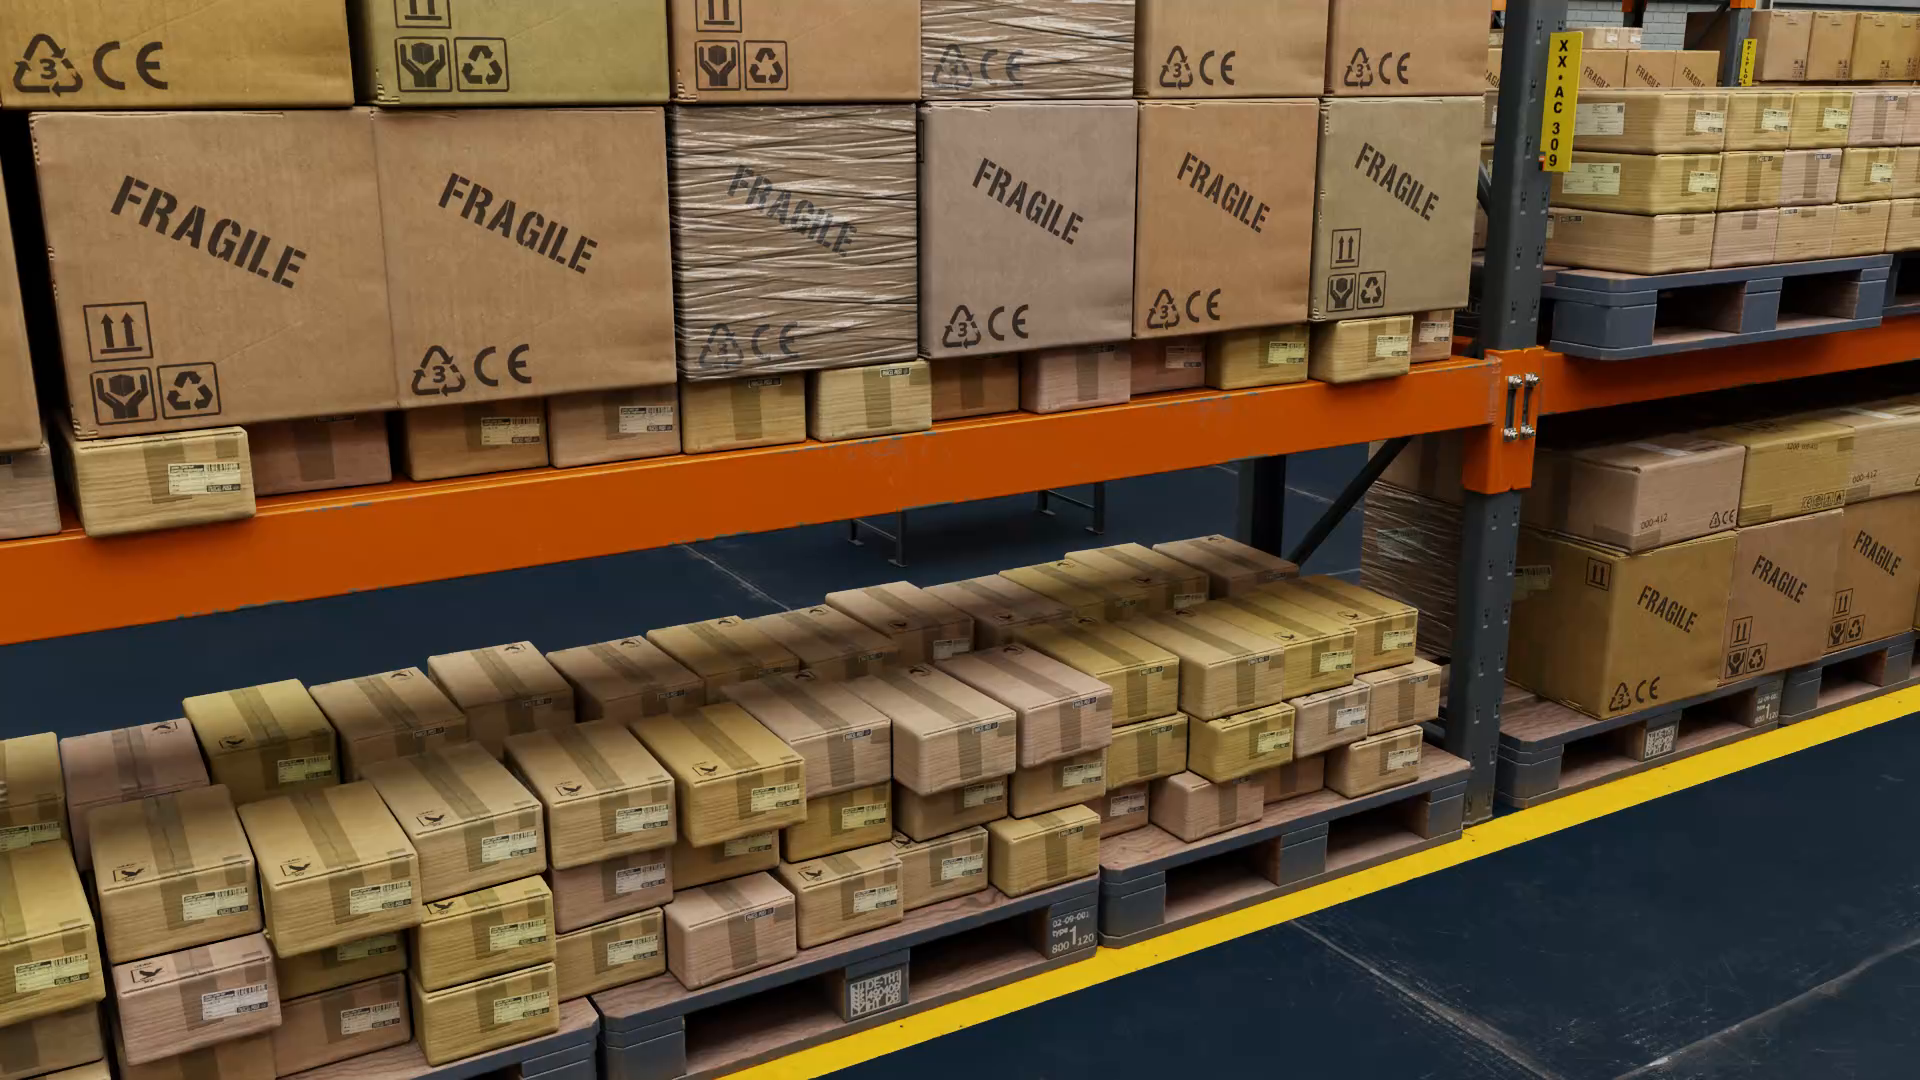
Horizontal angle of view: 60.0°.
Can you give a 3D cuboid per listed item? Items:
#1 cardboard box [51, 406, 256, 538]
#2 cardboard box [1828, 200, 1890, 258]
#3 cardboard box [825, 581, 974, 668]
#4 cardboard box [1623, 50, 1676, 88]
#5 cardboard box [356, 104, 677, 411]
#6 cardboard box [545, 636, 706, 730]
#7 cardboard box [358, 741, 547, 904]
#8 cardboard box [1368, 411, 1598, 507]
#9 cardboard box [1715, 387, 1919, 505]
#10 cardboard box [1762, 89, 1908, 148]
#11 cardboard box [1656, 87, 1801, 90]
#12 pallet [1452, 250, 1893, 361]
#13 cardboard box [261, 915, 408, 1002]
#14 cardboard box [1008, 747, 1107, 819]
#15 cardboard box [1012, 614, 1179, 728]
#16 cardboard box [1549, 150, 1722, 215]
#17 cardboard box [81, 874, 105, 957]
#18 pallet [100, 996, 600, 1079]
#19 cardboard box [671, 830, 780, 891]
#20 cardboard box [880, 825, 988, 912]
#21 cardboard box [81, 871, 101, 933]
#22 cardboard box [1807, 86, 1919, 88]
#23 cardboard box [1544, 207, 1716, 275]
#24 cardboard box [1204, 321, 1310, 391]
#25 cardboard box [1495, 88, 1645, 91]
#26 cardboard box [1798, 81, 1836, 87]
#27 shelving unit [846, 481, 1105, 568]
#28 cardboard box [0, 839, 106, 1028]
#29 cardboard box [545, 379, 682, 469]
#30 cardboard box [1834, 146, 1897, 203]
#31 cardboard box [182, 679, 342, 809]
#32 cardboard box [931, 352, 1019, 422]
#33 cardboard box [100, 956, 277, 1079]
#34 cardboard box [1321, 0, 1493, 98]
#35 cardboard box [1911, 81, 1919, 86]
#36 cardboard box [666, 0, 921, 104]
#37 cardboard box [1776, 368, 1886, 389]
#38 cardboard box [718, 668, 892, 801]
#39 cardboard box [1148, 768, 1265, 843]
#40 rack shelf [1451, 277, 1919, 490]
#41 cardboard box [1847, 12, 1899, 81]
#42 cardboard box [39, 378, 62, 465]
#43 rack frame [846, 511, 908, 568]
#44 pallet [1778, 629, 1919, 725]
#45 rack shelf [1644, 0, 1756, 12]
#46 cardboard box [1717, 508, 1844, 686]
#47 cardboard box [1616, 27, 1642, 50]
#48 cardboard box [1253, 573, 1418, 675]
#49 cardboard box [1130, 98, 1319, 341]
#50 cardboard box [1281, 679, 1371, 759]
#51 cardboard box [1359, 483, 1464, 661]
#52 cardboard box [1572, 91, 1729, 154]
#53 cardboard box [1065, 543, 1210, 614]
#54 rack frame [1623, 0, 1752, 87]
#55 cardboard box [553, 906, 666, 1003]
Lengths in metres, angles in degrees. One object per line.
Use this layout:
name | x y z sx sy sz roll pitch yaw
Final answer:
cardboard box | -1.357 -0.133 2.791 0.250 0.149 0.380 -10 18 -31
cardboard box | 2.411 -0.909 4.781 0.250 0.149 0.380 -9 18 -29
cardboard box | -0.162 0.243 4.389 0.250 0.149 0.380 -9 18 -29
cardboard box | 4.689 -3.221 11.828 0.500 0.500 0.500 -9 18 -29
cardboard box | -0.860 -0.550 3.078 0.500 0.500 0.500 -9 18 -29
cardboard box | -0.795 0.368 3.942 0.250 0.149 0.380 -10 18 -32
cardboard box | -1.009 0.550 3.292 0.250 0.149 0.380 -10 19 -32
cardboard box | 1.678 -0.292 5.359 0.500 0.250 0.500 -10 18 -31
cardboard box | 2.834 -0.316 5.445 0.500 0.250 0.500 -8 18 -28
cardboard box | 2.417 -1.196 4.704 0.250 0.149 0.380 -9 18 -30
cardboard box | 2.531 -1.420 5.504 0.250 0.149 0.380 -10 19 -32
pallet | 1.900 -0.751 4.886 1.213 0.211 1.003 -9 18 -30
cardboard box | -1.250 0.720 3.237 0.250 0.149 0.380 -9 18 -29
cardboard box | 0.144 0.508 3.993 0.250 0.149 0.380 -9 18 -28
cardboard box | 0.328 0.322 4.105 0.250 0.149 0.380 -9 18 -28
cardboard box | 1.744 -0.943 4.354 0.250 0.149 0.380 -9 18 -29
cardboard box | -1.747 0.775 3.590 0.250 0.149 0.380 -9 18 -28
pallet | -1.479 1.013 3.406 1.213 0.211 1.003 -9 18 -30
cardboard box | -0.584 0.603 3.654 0.250 0.149 0.380 -8 18 -27
cardboard box | -0.136 0.698 3.867 0.250 0.149 0.380 -9 18 -29
cardboard box | -1.702 0.649 3.488 0.250 0.149 0.380 -10 18 -31
cardboard box | 3.203 -1.529 5.893 0.250 0.149 0.380 -8 18 -27
cardboard box | 1.744 -0.800 4.394 0.250 0.149 0.380 -10 19 -32
cardboard box | 0.621 -0.471 4.000 0.250 0.149 0.380 -8 18 -28
cardboard box | 1.866 -1.312 5.119 0.250 0.149 0.380 -10 18 -31
cardboard box | 6.330 -3.277 12.807 0.500 0.500 0.500 -9 18 -30
shelving unit | 0.073 -0.734 7.250 1.048 1.500 0.538 -9 18 -30
cardboard box | -1.635 0.675 2.845 0.250 0.149 0.380 -10 19 -32
cardboard box | -0.735 -0.260 3.246 0.250 0.149 0.380 -10 18 -31
cardboard box | 2.409 -1.052 4.742 0.250 0.149 0.380 -10 19 -32
cardboard box | -1.534 0.450 3.648 0.250 0.149 0.380 -10 18 -31
cardboard box | -0.076 -0.374 3.650 0.250 0.149 0.380 -10 18 -31
cardboard box | -1.463 0.902 3.139 0.250 0.149 0.380 -9 18 -30
cardboard box | 0.906 -1.315 3.957 0.500 0.500 0.500 -10 18 -32
cardboard box | 7.635 -3.485 13.548 0.500 0.500 0.500 -9 18 -30
cardboard box | -0.416 -1.099 3.183 0.500 0.500 0.500 -10 18 -31
cardboard box | 3.017 -0.510 6.136 0.500 0.250 0.500 -9 18 -29
cardboard box | -0.351 0.431 3.718 0.250 0.149 0.380 -9 18 -30
cardboard box | 0.550 0.602 4.210 0.250 0.149 0.380 -10 18 -32
rack shelf | 2.884 -0.702 5.690 4.000 0.370 1.077 -9 18 -30
cardboard box | 6.774 -3.827 12.917 0.500 0.500 0.700 -10 18 -31
cardboard box | -1.685 -0.269 3.276 0.250 0.149 0.380 -9 18 -30
rack frame | -0.363 -0.663 6.998 0.032 1.500 0.500 -9 18 -30
pallet | 2.883 0.293 5.974 1.213 0.211 1.003 -9 18 -30
rack shelf | 7.106 -4.390 13.288 4.000 0.370 1.077 -9 18 -30
cardboard box | 2.392 0.116 5.293 0.500 0.500 0.500 -8 18 -27
cardboard box | 4.528 -3.505 11.638 0.250 0.149 0.380 -10 18 -31
cardboard box | 0.999 0.223 4.458 0.250 0.149 0.380 -9 18 -28
cardboard box | 0.455 -0.757 3.818 0.500 0.500 0.500 -10 18 -31
cardboard box | 0.838 0.415 4.326 0.250 0.149 0.380 -10 19 -32
cardboard box | 1.675 0.070 5.457 0.500 0.500 0.500 -10 18 -31
cardboard box | 1.744 -1.087 4.314 0.250 0.149 0.380 -8 18 -27
cardboard box | 0.501 0.138 4.762 0.250 0.149 0.380 -8 18 -27
rack frame | 5.391 -3.014 12.604 0.127 3.000 1.000 -9 18 -30
cardboard box | -0.808 0.798 3.509 0.250 0.149 0.380 -9 18 -30
